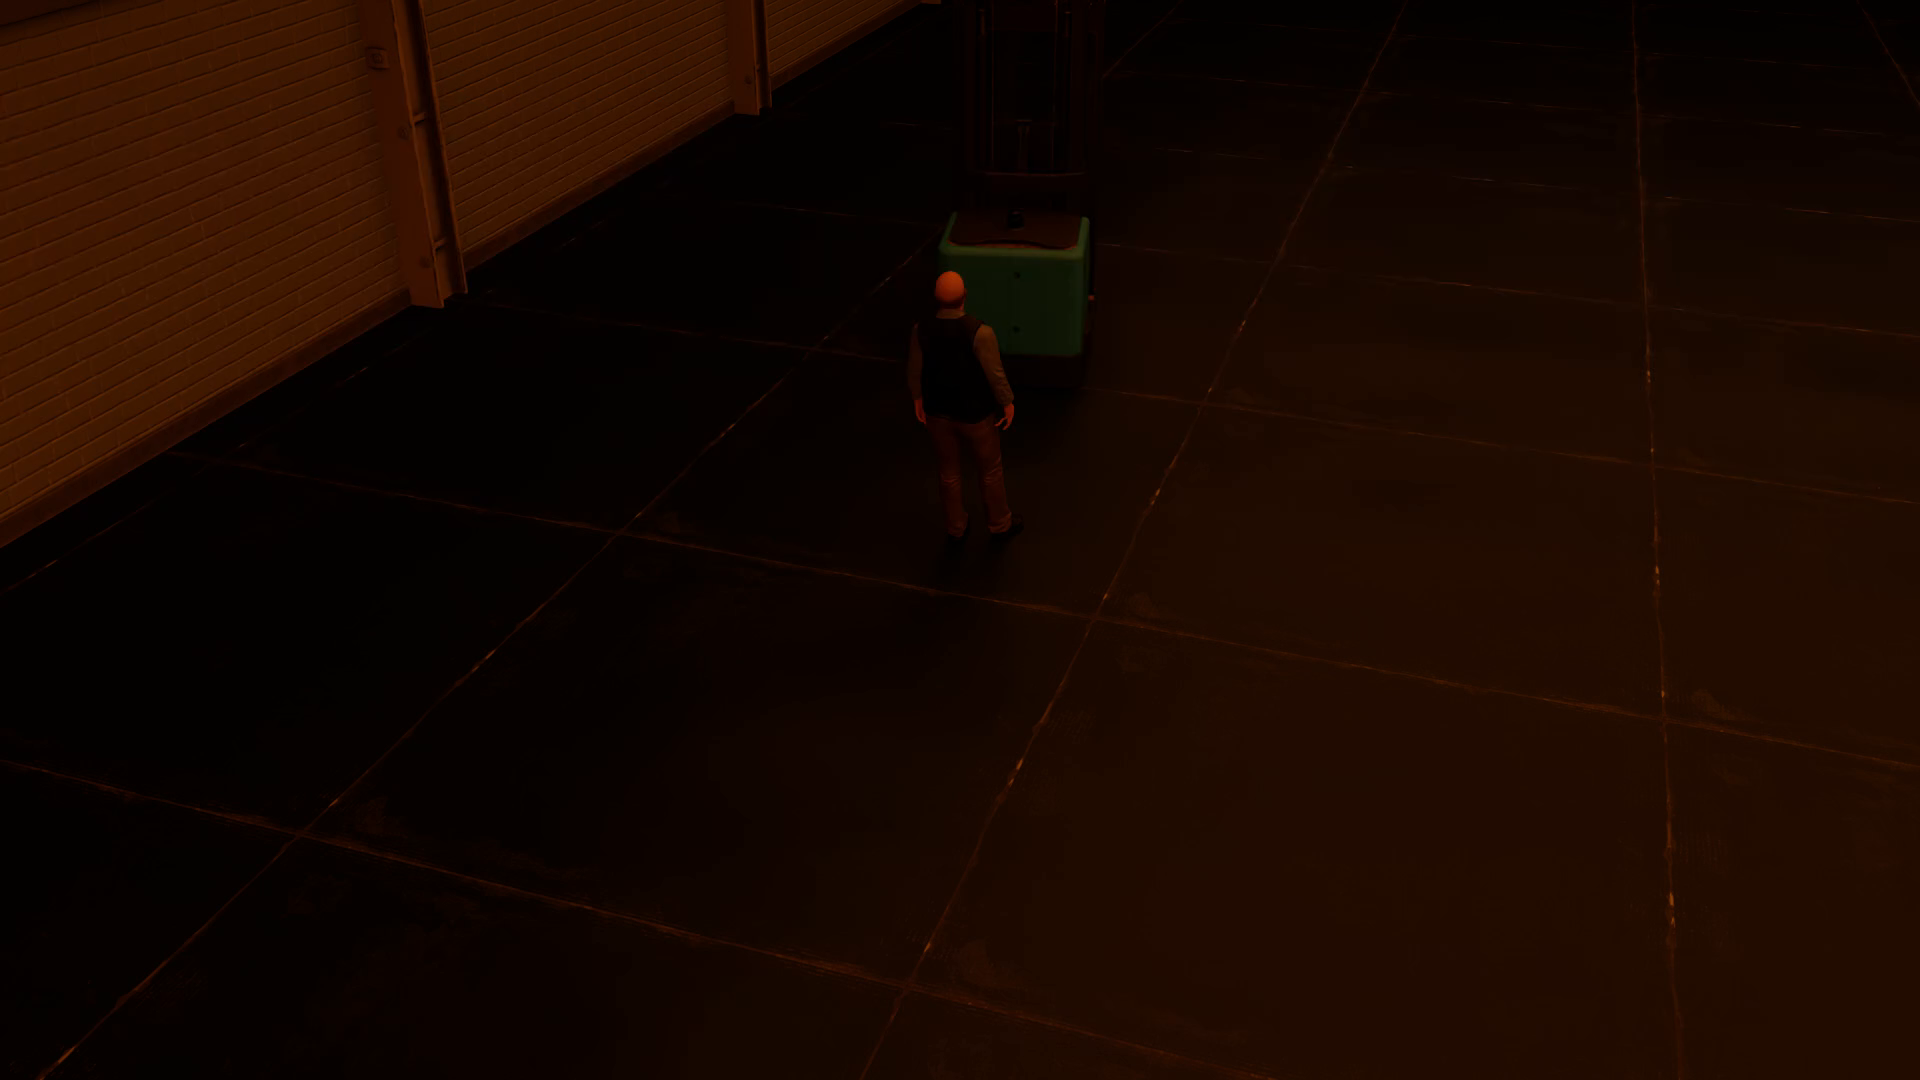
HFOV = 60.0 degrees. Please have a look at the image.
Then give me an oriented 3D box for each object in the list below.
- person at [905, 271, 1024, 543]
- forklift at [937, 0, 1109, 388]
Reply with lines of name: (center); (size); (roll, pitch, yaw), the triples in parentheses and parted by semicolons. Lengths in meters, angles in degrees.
person: (0.028, -0.782, 9.715); (0.632, 1.720, 0.568); (10, 31, 16)
forklift: (0.521, -3.063, 12.510); (1.130, 2.935, 3.031); (3, 30, 6)
